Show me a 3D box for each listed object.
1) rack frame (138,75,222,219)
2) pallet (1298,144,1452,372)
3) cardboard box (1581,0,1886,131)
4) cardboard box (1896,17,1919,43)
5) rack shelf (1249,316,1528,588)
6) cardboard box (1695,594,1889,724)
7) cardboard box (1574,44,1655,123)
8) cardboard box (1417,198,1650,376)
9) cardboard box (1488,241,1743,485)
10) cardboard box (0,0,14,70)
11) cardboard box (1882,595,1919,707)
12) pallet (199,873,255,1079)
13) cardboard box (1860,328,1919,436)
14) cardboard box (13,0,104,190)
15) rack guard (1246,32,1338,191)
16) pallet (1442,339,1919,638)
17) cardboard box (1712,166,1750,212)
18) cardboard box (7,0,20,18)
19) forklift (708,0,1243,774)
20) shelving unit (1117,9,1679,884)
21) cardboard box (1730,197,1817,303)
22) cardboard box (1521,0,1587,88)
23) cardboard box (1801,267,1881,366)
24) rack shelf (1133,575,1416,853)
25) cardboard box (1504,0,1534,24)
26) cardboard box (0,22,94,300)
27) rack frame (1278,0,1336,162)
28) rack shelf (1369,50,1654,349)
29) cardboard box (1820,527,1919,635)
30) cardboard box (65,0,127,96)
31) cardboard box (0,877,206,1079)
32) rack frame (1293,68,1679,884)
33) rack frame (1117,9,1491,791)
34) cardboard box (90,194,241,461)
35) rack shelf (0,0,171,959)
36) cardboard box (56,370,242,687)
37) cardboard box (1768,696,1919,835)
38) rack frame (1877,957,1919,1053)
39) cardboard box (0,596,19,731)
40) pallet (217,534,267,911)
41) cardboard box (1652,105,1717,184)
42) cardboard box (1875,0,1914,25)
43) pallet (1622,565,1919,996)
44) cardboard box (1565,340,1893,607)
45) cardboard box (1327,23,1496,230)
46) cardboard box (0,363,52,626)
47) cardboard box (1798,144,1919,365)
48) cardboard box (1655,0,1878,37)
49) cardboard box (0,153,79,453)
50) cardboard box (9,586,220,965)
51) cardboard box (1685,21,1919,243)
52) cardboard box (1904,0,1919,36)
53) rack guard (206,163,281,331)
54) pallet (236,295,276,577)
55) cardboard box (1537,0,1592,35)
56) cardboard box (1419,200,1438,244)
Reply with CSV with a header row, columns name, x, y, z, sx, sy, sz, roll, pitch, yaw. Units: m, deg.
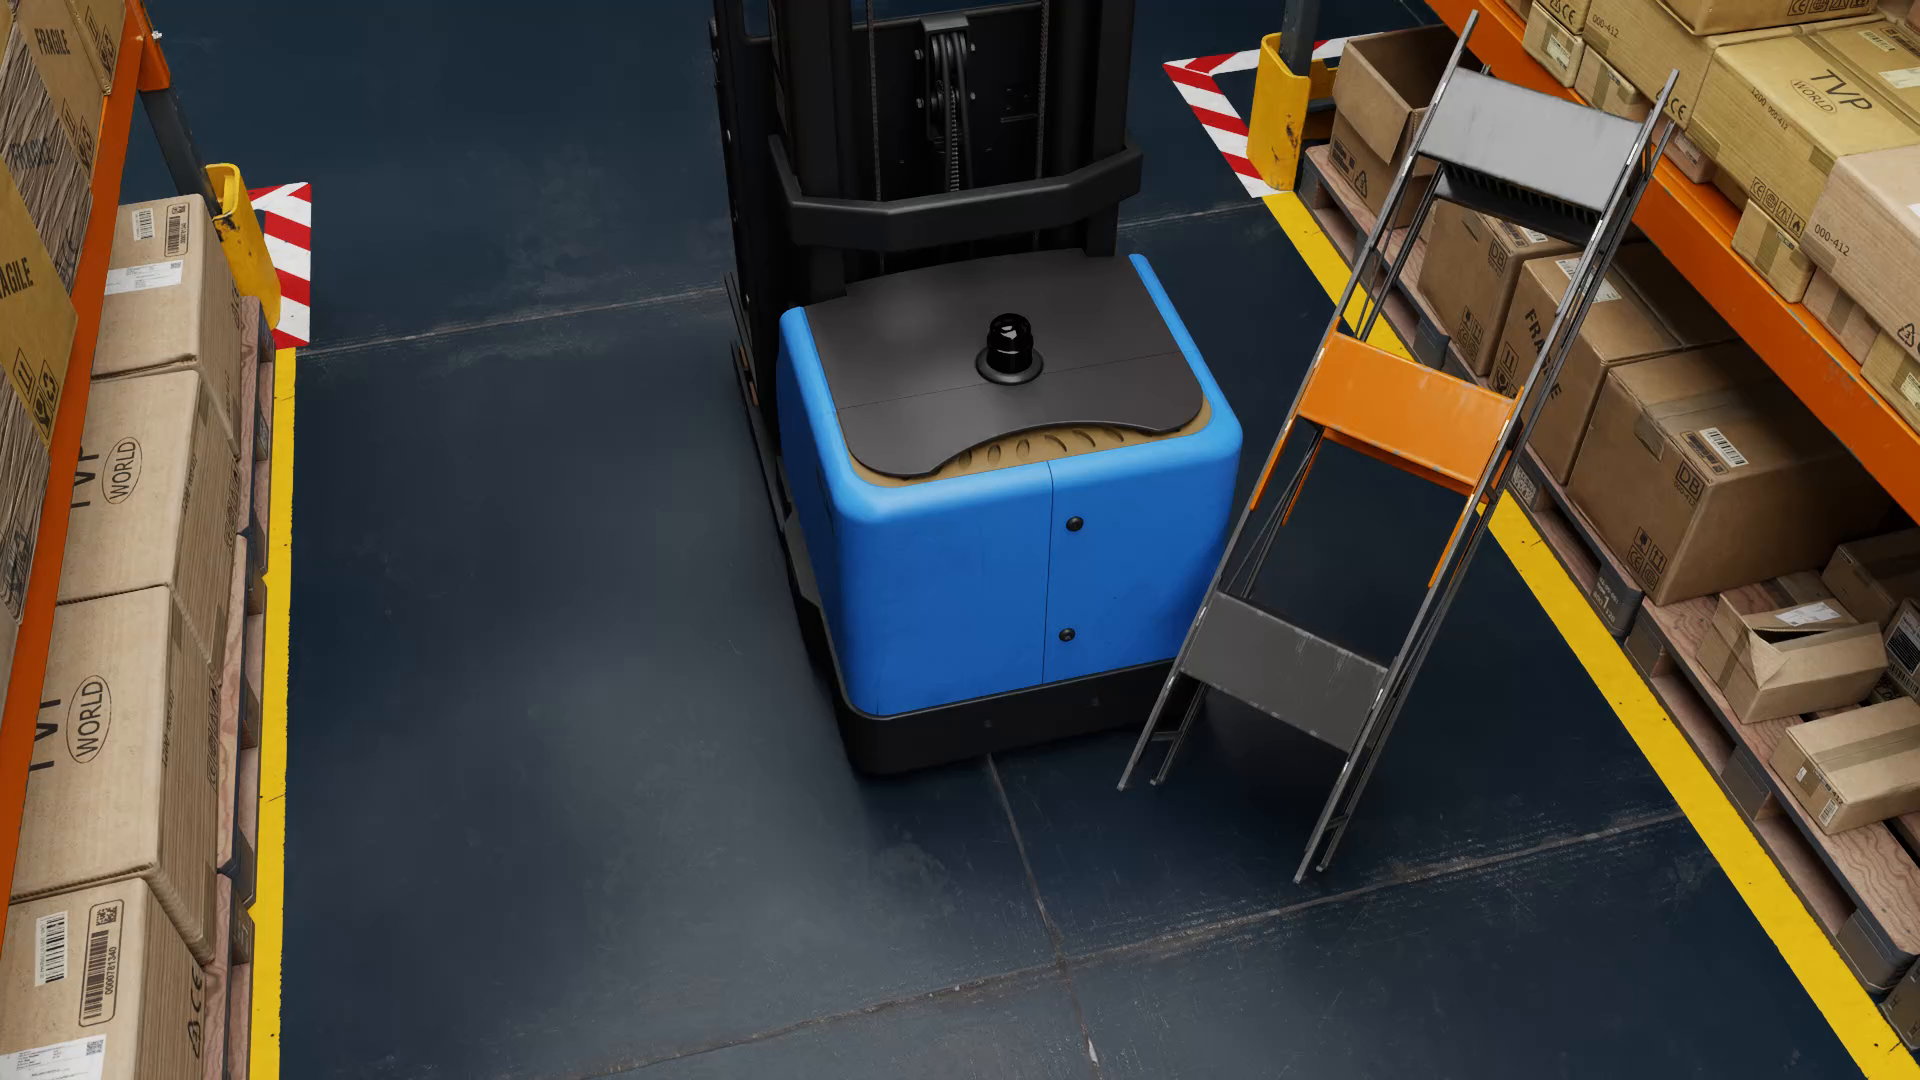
name,x,y,z,sx,sy,sz,roll,pitch,yaw
rack frame,-3.053,-1.793,4.907,1.000,3.000,0.127,-11,47,-10
pallet,1.969,-1.124,6.204,1.003,0.211,1.213,-11,47,-10
cardboard box,2.014,-1.346,4.365,0.500,0.250,0.500,-12,47,-11
cardboard box,2.637,-1.086,4.111,0.500,0.250,0.500,-10,46,-9
rack shelf,1.098,-0.200,4.202,0.480,0.431,0.518,26,95,22
cardboard box,2.250,0.291,4.485,0.396,0.266,0.258,-9,46,-9
cardboard box,1.932,-1.261,4.562,0.380,0.149,0.250,-10,46,-9
cardboard box,1.990,-0.938,5.525,0.700,0.500,0.500,-9,46,-9
cardboard box,2.029,-0.555,5.150,0.500,0.500,0.500,-10,46,-10
cardboard box,-2.414,-1.191,3.547,0.500,0.500,0.500,-11,47,-11
cardboard box,2.828,0.353,4.392,0.500,0.311,0.500,-9,46,-9
pallet,-2.148,1.405,3.725,1.003,0.211,1.213,-11,47,-10
cardboard box,2.265,-0.378,3.696,0.380,0.149,0.250,-10,46,-9
cardboard box,-2.560,-1.194,4.250,0.500,0.500,0.500,-12,47,-11
rack guard,1.764,-1.776,6.640,1.175,0.500,0.348,-11,47,-10
pallet,2.277,-0.284,5.380,1.003,0.211,1.213,-11,47,-10
cardboard box,2.173,-0.934,4.241,0.380,0.149,0.250,-10,46,-10
cardboard box,-2.537,-1.533,3.882,0.500,0.500,0.500,-11,47,-10
forklift,-0.159,-1.461,4.630,1.130,2.935,3.031,-11,47,-10
shelving unit,1.104,-0.212,4.201,0.503,0.431,2.100,26,95,22
cardboard box,2.131,-0.736,4.047,0.380,0.149,0.250,-11,47,-11
cardboard box,1.845,-1.440,4.736,0.380,0.149,0.250,-12,47,-11
cardboard box,2.224,-0.564,3.879,0.380,0.149,0.250,-10,46,-9
rack shelf,0.815,0.438,4.254,0.480,0.431,0.518,26,95,22
cardboard box,1.853,-1.628,4.921,0.380,0.149,0.250,-10,46,-10
cardboard box,-2.419,-0.841,3.904,0.500,0.500,0.500,-9,46,-9
rack frame,1.744,-2.703,5.799,1.000,3.000,0.127,-11,47,-10
rack shelf,1.381,-0.838,4.151,0.480,0.431,0.518,26,95,22
cardboard box,2.716,0.111,4.743,0.380,0.149,0.250,-11,47,-11
cardboard box,-2.674,-1.543,4.592,0.500,0.500,0.500,-10,47,-10
cardboard box,-2.086,1.265,3.410,0.875,0.438,0.875,-11,47,-11
rack frame,1.307,-0.114,4.109,0.015,0.400,2.100,26,95,22
rack frame,0.900,-0.310,4.293,0.015,0.400,2.100,26,95,22
cardboard box,-2.788,-0.606,5.243,0.875,0.438,0.875,-12,47,-12
rack shelf,-2.541,-0.160,3.811,1.077,0.370,4.000,-11,47,-10
cardboard box,-2.545,0.025,4.626,0.875,0.438,0.875,-10,46,-9
cardboard box,2.342,0.578,4.285,0.380,0.149,0.250,-12,47,-12
rack frame,2.768,0.059,3.092,1.000,3.000,0.127,-11,47,-10
cardboard box,-2.021,0.214,2.870,0.500,0.500,0.500,-10,47,-10
pallet,-2.464,0.562,4.552,1.003,0.211,1.213,-11,47,-10
cardboard box,2.065,-1.096,4.400,0.380,0.149,0.250,-11,47,-10
cardboard box,2.505,-1.426,4.444,0.500,0.250,0.500,-11,47,-10
pallet,2.593,0.560,4.553,1.003,0.211,1.213,-11,47,-10
cardboard box,2.256,-0.222,4.823,0.700,0.500,0.500,-12,47,-12
cardboard box,1.809,-1.537,6.110,0.797,0.503,0.637,-12,47,-12
cardboard box,-2.142,-0.131,3.208,0.500,0.500,0.500,-10,47,-10
cardboard box,2.259,-0.643,3.677,0.500,0.250,0.500,-11,47,-10
cardboard box,1.984,-1.619,4.108,0.500,0.500,0.500,-10,46,-9
cardboard box,-2.274,-0.487,3.557,0.500,0.500,0.500,-9,46,-9
cardboard box,-2.316,0.647,4.015,0.875,0.438,0.875,-12,47,-11
cardboard box,2.145,-0.990,4.017,0.500,0.250,0.500,-11,47,-11
cardboard box,2.644,-1.332,3.827,0.500,0.500,0.500,-12,47,-11
rack guard,-3.059,-0.935,5.816,1.175,0.500,0.348,-11,47,-10
pallet,-2.773,-0.279,5.376,1.003,0.211,1.213,-11,47,-10
cardboard box,1.862,-1.695,4.707,0.500,0.250,0.500,-12,47,-11
cardboard box,1.880,-1.112,5.942,0.380,0.149,0.250,-12,47,-12
